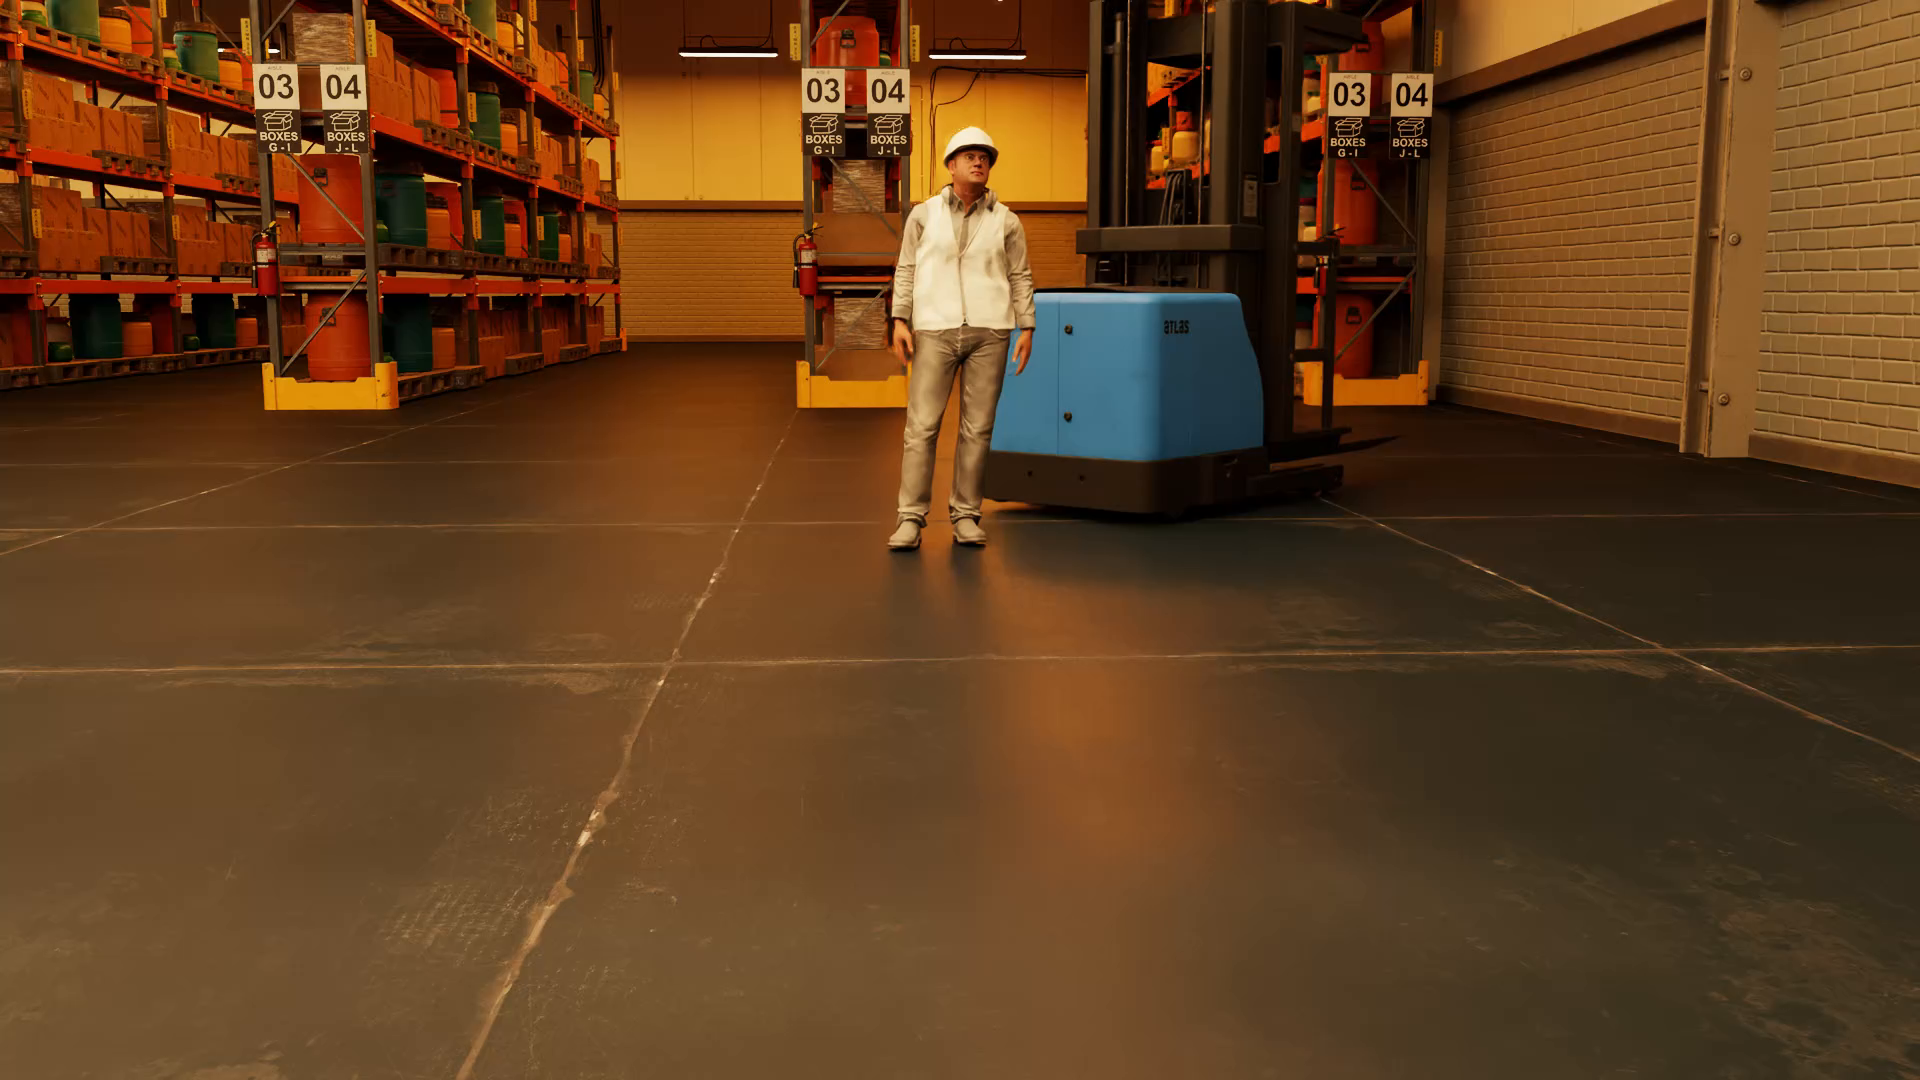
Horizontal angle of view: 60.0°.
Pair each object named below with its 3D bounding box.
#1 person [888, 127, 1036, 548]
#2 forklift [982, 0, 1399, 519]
[{"bbox_3d":[0.007,-0.872,7.113,0.647,1.773,0.563,0,8,-3],"label":"person"},{"bbox_3d":[1.420,-1.714,8.875,1.130,2.935,3.031,7,11,39],"label":"forklift"}]
